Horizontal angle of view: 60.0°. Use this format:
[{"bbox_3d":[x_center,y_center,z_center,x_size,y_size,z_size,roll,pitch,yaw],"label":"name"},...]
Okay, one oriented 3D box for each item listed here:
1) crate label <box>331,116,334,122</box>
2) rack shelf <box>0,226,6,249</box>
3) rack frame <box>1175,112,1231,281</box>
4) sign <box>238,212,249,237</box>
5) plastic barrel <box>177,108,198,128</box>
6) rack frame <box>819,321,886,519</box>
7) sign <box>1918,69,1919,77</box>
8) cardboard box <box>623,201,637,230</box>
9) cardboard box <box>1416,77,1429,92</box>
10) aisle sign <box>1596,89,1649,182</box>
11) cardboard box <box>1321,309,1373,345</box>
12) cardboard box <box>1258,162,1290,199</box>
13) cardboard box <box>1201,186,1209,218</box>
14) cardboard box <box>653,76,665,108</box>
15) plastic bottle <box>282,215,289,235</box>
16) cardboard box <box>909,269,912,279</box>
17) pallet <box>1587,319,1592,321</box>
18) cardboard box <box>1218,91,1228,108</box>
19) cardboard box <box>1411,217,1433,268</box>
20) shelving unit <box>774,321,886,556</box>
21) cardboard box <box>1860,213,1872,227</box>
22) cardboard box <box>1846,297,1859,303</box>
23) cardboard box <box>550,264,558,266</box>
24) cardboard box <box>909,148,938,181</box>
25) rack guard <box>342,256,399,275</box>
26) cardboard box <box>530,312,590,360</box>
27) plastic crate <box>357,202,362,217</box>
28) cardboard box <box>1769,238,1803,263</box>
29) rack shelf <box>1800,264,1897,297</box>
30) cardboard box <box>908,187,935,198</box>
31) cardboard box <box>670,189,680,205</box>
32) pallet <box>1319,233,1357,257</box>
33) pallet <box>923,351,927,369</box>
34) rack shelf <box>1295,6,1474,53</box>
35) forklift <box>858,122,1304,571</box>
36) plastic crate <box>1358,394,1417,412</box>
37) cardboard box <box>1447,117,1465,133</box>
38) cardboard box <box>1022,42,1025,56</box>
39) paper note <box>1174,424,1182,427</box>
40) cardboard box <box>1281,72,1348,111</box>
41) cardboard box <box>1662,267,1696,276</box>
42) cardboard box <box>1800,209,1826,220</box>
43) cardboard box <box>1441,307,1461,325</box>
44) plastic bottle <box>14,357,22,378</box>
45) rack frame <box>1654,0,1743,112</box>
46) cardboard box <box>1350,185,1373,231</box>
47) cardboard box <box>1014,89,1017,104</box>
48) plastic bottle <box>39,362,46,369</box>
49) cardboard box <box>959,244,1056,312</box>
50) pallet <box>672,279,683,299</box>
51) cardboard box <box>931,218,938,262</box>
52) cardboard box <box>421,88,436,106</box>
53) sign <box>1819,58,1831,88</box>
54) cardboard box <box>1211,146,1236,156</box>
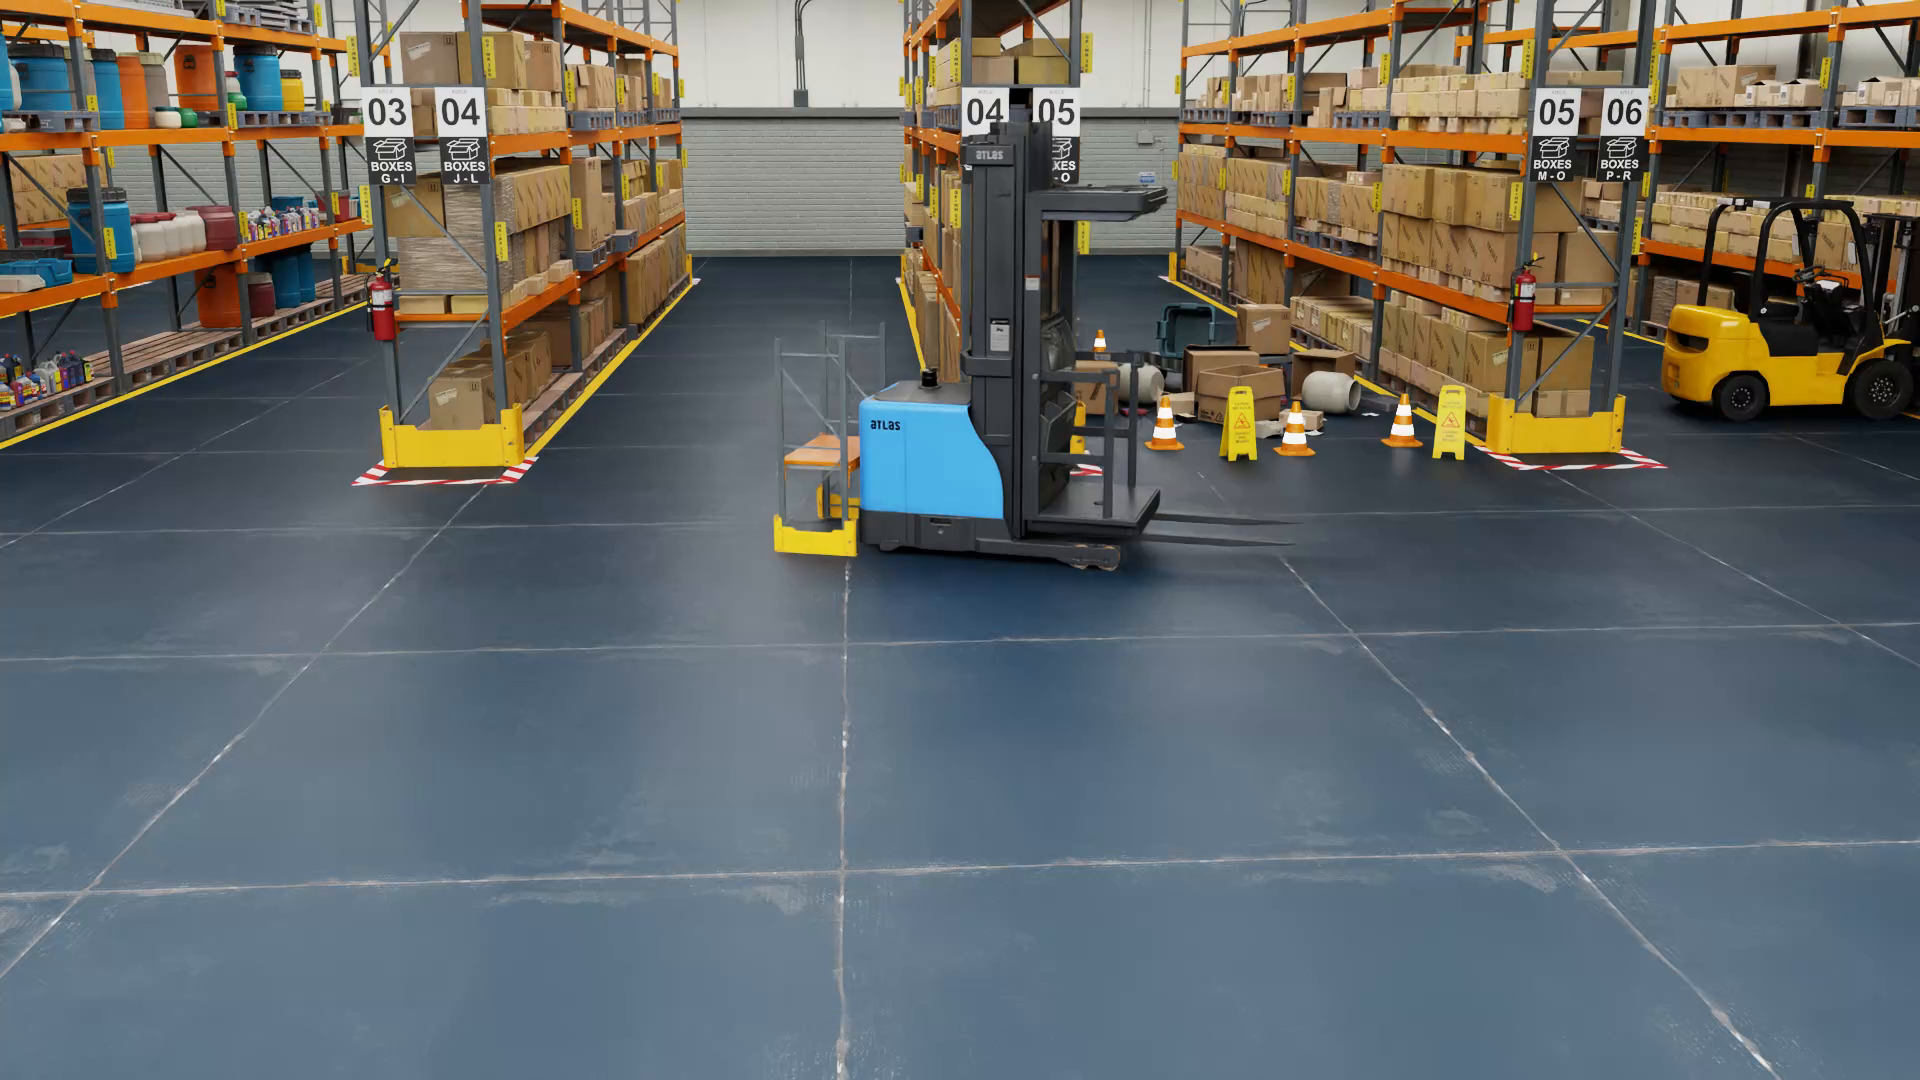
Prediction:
[{"bbox_3d":[-9.876,-6.473,25.673,0.293,0.136,0.466,-1,14,-3],"label":"crate label"},{"bbox_3d":[-14.955,-4.100,23.387,1.077,0.370,4.000,-1,14,-3],"label":"rack shelf"},{"bbox_3d":[4.452,-6.246,30.282,1.000,3.000,0.127,-1,14,-3],"label":"rack frame"},{"bbox_3d":[-9.338,-4.116,21.677,0.100,0.325,0.005,-1,14,-3],"label":"sign"},{"bbox_3d":[-9.820,-5.344,21.067,0.294,0.245,0.294,0,14,0],"label":"plastic barrel"},{"bbox_3d":[-0.793,-0.880,12.438,0.500,1.500,0.032,3,15,13],"label":"rack frame"},{"bbox_3d":[10.703,-5.089,18.571,0.100,0.325,0.005,-1,14,-3],"label":"sign"},{"bbox_3d":[-4.736,-4.405,22.927,0.500,0.500,0.500,-1,14,-5],"label":"cardboard box"},{"bbox_3d":[4.931,-4.700,17.156,0.380,0.149,0.250,-1,14,-4],"label":"cardboard box"},{"bbox_3d":[5.757,-3.515,14.451,0.394,0.787,0.004,-1,14,-3],"label":"aisle sign"},{"bbox_3d":[5.068,-2.674,20.831,0.950,0.372,0.625,0,14,-2],"label":"cardboard box"},{"bbox_3d":[4.590,-5.165,23.872,0.500,0.500,0.500,-1,14,-3],"label":"cardboard box"},{"bbox_3d":[4.333,-5.664,27.818,0.500,0.500,0.500,-1,14,-4],"label":"cardboard box"},{"bbox_3d":[-5.219,-7.311,27.157,0.700,0.500,0.500,0,14,-1],"label":"cardboard box"},{"bbox_3d":[-9.651,-4.508,23.761,0.061,0.283,0.133,-1,14,-3],"label":"plastic bottle"},{"bbox_3d":[-0.635,-4.323,27.091,0.380,0.149,0.250,-1,14,-5],"label":"cardboard box"},{"bbox_3d":[9.821,-3.472,25.098,1.003,0.211,1.213,-1,14,-3],"label":"pallet"},{"bbox_3d":[4.341,-7.044,26.592,0.396,0.266,0.258,0,14,-2],"label":"cardboard box"},{"bbox_3d":[5.017,-3.091,17.221,0.500,0.500,0.500,-1,14,-4],"label":"cardboard box"},{"bbox_3d":[-0.905,-0.759,11.967,0.587,1.500,1.083,3,15,13],"label":"shelving unit"},{"bbox_3d":[9.909,-3.427,17.824,0.380,0.149,0.250,-1,14,-2],"label":"cardboard box"},{"bbox_3d":[9.866,-2.570,18.663,0.500,0.250,0.500,-1,14,-4],"label":"cardboard box"},{"bbox_3d":[-4.427,-2.812,17.442,0.380,0.149,0.250,-1,14,-3],"label":"cardboard box"},{"bbox_3d":[-0.533,-5.939,26.285,0.500,0.500,0.500,-1,14,-5],"label":"cardboard box"},{"bbox_3d":[-10.397,-4.812,29.724,1.175,0.500,0.348,-1,14,-3],"label":"rack guard"},{"bbox_3d":[-4.723,-2.383,19.402,0.700,0.500,0.500,-1,14,-4],"label":"cardboard box"},{"bbox_3d":[-9.999,-5.458,27.434,0.416,0.233,0.300,-1,14,-3],"label":"plastic crate"},{"bbox_3d":[9.857,-3.388,19.474,0.500,0.250,0.500,-1,14,-2],"label":"cardboard box"},{"bbox_3d":[10.273,-2.493,17.141,1.077,0.370,4.000,-1,14,-3],"label":"rack shelf"},{"bbox_3d":[-0.552,-4.961,23.755,0.380,0.149,0.250,0,14,-1],"label":"cardboard box"},{"bbox_3d":[-5.113,-5.922,28.726,0.500,0.250,0.500,-1,14,-4],"label":"cardboard box"},{"bbox_3d":[5.111,-3.672,20.662,1.003,0.211,1.213,-1,14,-3],"label":"pallet"},{"bbox_3d":[0.060,-2.304,20.559,1.003,0.211,1.213,-1,14,-3],"label":"pallet"},{"bbox_3d":[5.072,-6.122,20.008,1.077,0.370,4.000,-1,14,-3],"label":"rack shelf"},{"bbox_3d":[0.862,-1.357,11.418,3.031,2.935,1.130,4,15,15],"label":"forklift"},{"bbox_3d":[4.474,-1.444,17.480,0.402,0.080,0.583,-6,16,-23],"label":"plastic crate"},{"bbox_3d":[5.002,-4.063,16.284,0.380,0.149,0.250,-1,14,-4],"label":"cardboard box"},{"bbox_3d":[0.760,-4.411,14.991,0.380,0.149,0.250,-1,14,-3],"label":"cardboard box"},{"bbox_3d":[2.109,-1.132,16.369,0.144,0.017,0.142,4,15,16],"label":"paper note"},{"bbox_3d":[4.774,-6.054,22.465,0.797,0.503,0.637,-2,15,-7],"label":"cardboard box"},{"bbox_3d":[10.180,-3.775,23.552,0.380,0.149,0.250,0,14,-1],"label":"cardboard box"},{"bbox_3d":[9.907,-3.783,19.208,0.380,0.149,0.250,0,14,-2],"label":"cardboard box"},{"bbox_3d":[5.017,-2.229,16.540,0.380,0.149,0.250,0,14,-1],"label":"cardboard box"},{"bbox_3d":[-9.903,-1.765,17.436,0.061,0.283,0.133,-1,14,-3],"label":"plastic bottle"},{"bbox_3d":[9.902,-7.239,22.103,1.000,3.000,0.127,-1,14,-3],"label":"rack frame"},{"bbox_3d":[4.906,-3.892,19.493,0.500,0.500,0.500,-1,14,-3],"label":"cardboard box"},{"bbox_3d":[0.713,-4.215,15.831,0.380,0.149,0.250,-1,14,-3],"label":"cardboard box"},{"bbox_3d":[-9.446,-1.714,17.252,0.152,0.276,0.135,-1,14,-3],"label":"plastic bottle"},{"bbox_3d":[0.441,-2.329,14.759,0.875,0.550,0.550,-1,14,-3],"label":"cardboard box"},{"bbox_3d":[-5.239,-4.242,28.090,1.003,0.211,1.213,-1,14,-3],"label":"pallet"},{"bbox_3d":[-0.069,-3.460,19.252,0.500,0.500,0.500,-1,14,-4],"label":"cardboard box"},{"bbox_3d":[-4.675,-3.818,14.325,0.380,0.149,0.250,-1,14,-5],"label":"cardboard box"},{"bbox_3d":[9.608,-5.184,18.465,0.100,0.325,0.005,-1,14,-3],"label":"sign"},{"bbox_3d":[4.364,-6.423,27.463,0.380,0.149,0.250,-1,14,-4],"label":"cardboard box"}]
